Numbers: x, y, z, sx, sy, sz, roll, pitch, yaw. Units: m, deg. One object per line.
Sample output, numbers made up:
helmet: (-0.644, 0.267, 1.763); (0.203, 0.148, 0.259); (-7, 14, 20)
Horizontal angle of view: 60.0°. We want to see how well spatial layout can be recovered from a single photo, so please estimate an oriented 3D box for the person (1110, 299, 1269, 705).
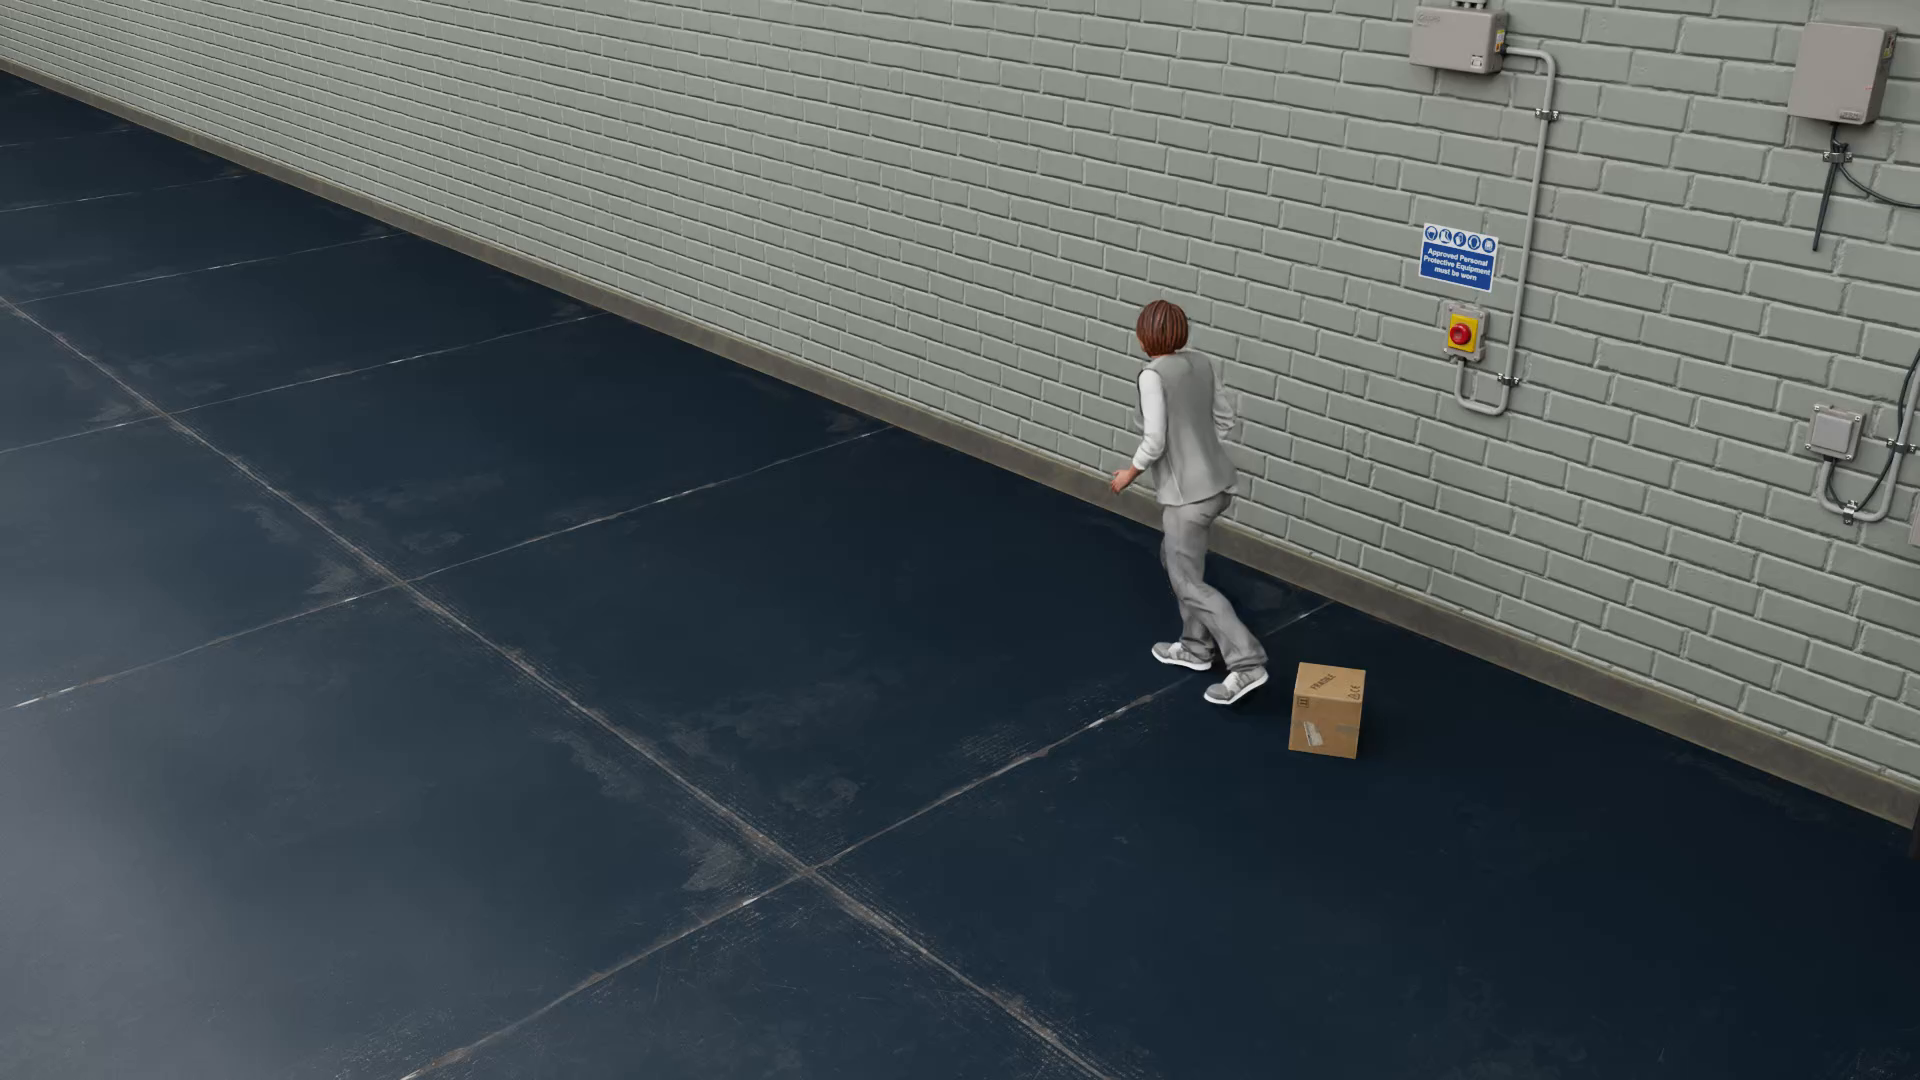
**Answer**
person: (0.962, -0.149, 6.540); (0.761, 1.511, 0.544); (17, 30, 33)
